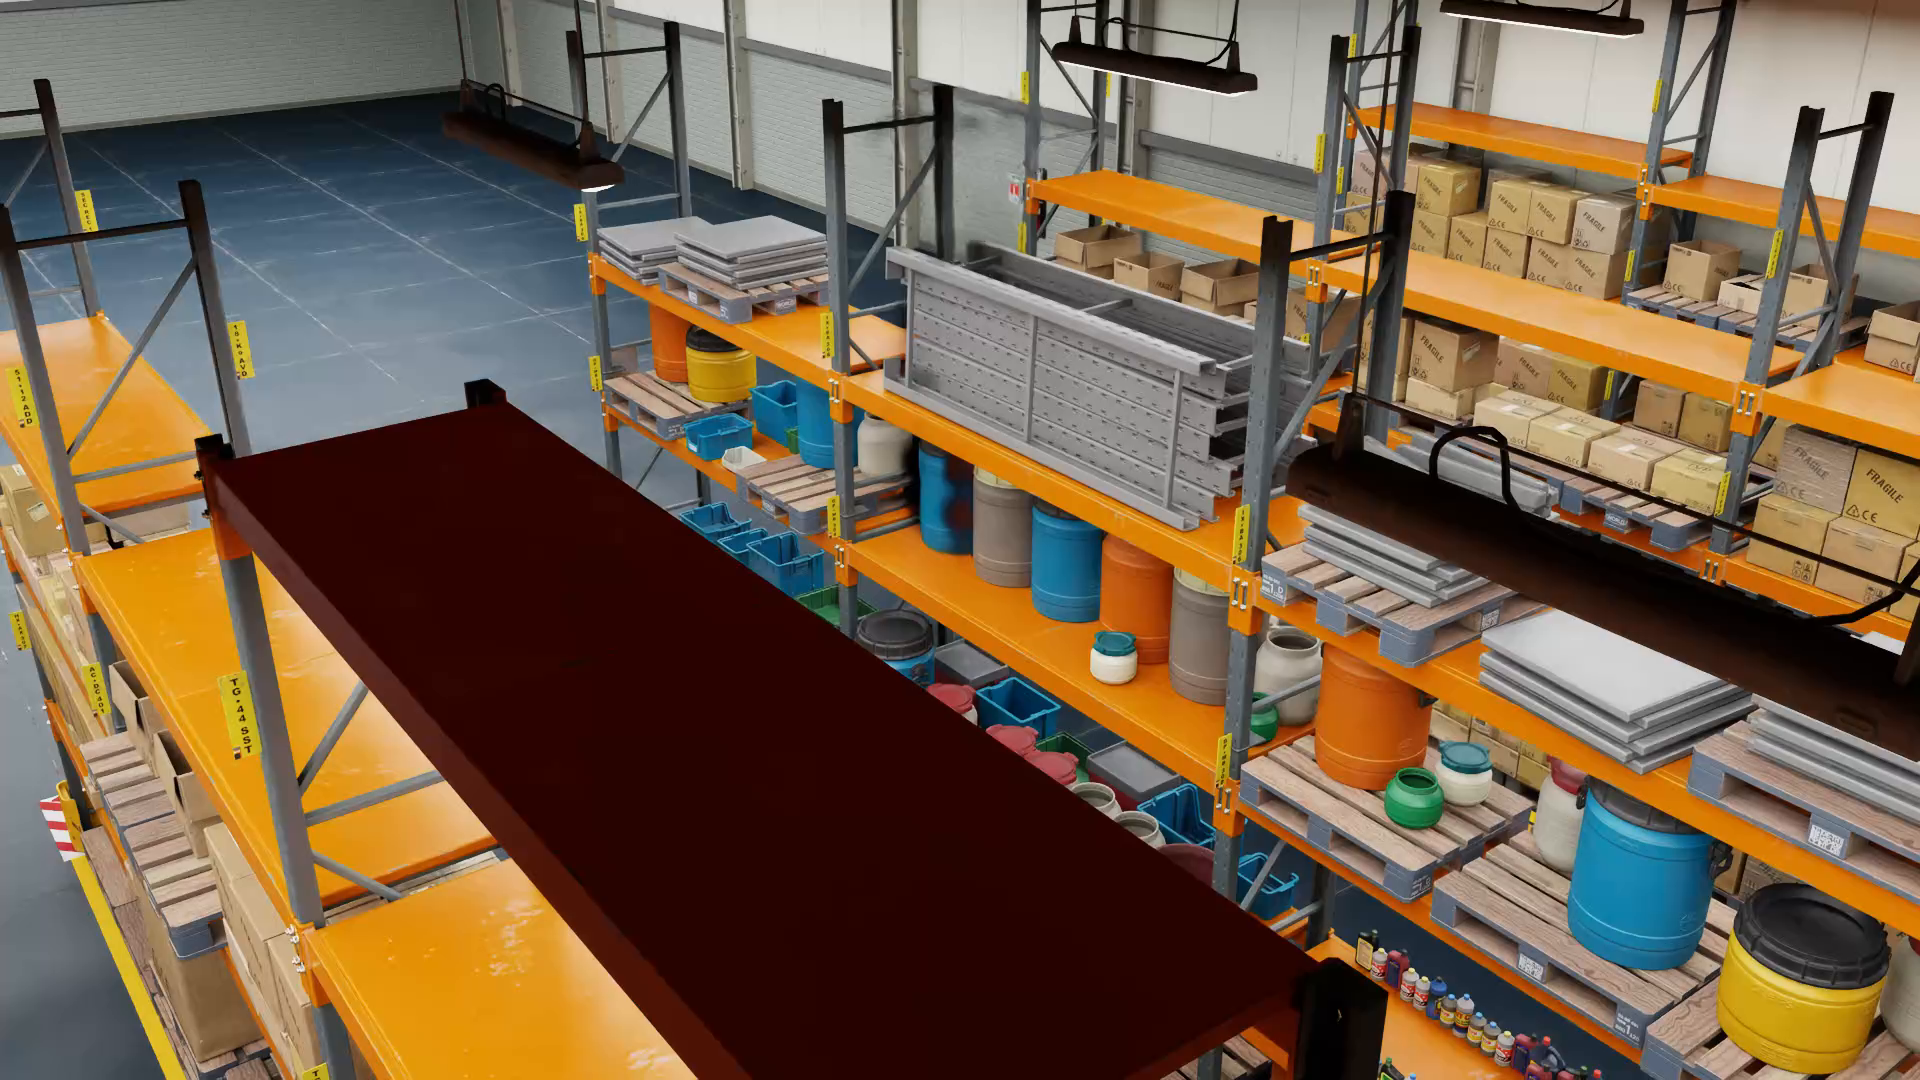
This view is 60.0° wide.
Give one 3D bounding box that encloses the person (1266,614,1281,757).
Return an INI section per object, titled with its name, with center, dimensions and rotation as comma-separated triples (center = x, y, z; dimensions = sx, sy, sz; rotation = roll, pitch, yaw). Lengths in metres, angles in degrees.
[person]
center = 2.331, 1.287, 13.434
dimensions = 0.670, 1.856, 0.631
rotation = 22, 33, 39
